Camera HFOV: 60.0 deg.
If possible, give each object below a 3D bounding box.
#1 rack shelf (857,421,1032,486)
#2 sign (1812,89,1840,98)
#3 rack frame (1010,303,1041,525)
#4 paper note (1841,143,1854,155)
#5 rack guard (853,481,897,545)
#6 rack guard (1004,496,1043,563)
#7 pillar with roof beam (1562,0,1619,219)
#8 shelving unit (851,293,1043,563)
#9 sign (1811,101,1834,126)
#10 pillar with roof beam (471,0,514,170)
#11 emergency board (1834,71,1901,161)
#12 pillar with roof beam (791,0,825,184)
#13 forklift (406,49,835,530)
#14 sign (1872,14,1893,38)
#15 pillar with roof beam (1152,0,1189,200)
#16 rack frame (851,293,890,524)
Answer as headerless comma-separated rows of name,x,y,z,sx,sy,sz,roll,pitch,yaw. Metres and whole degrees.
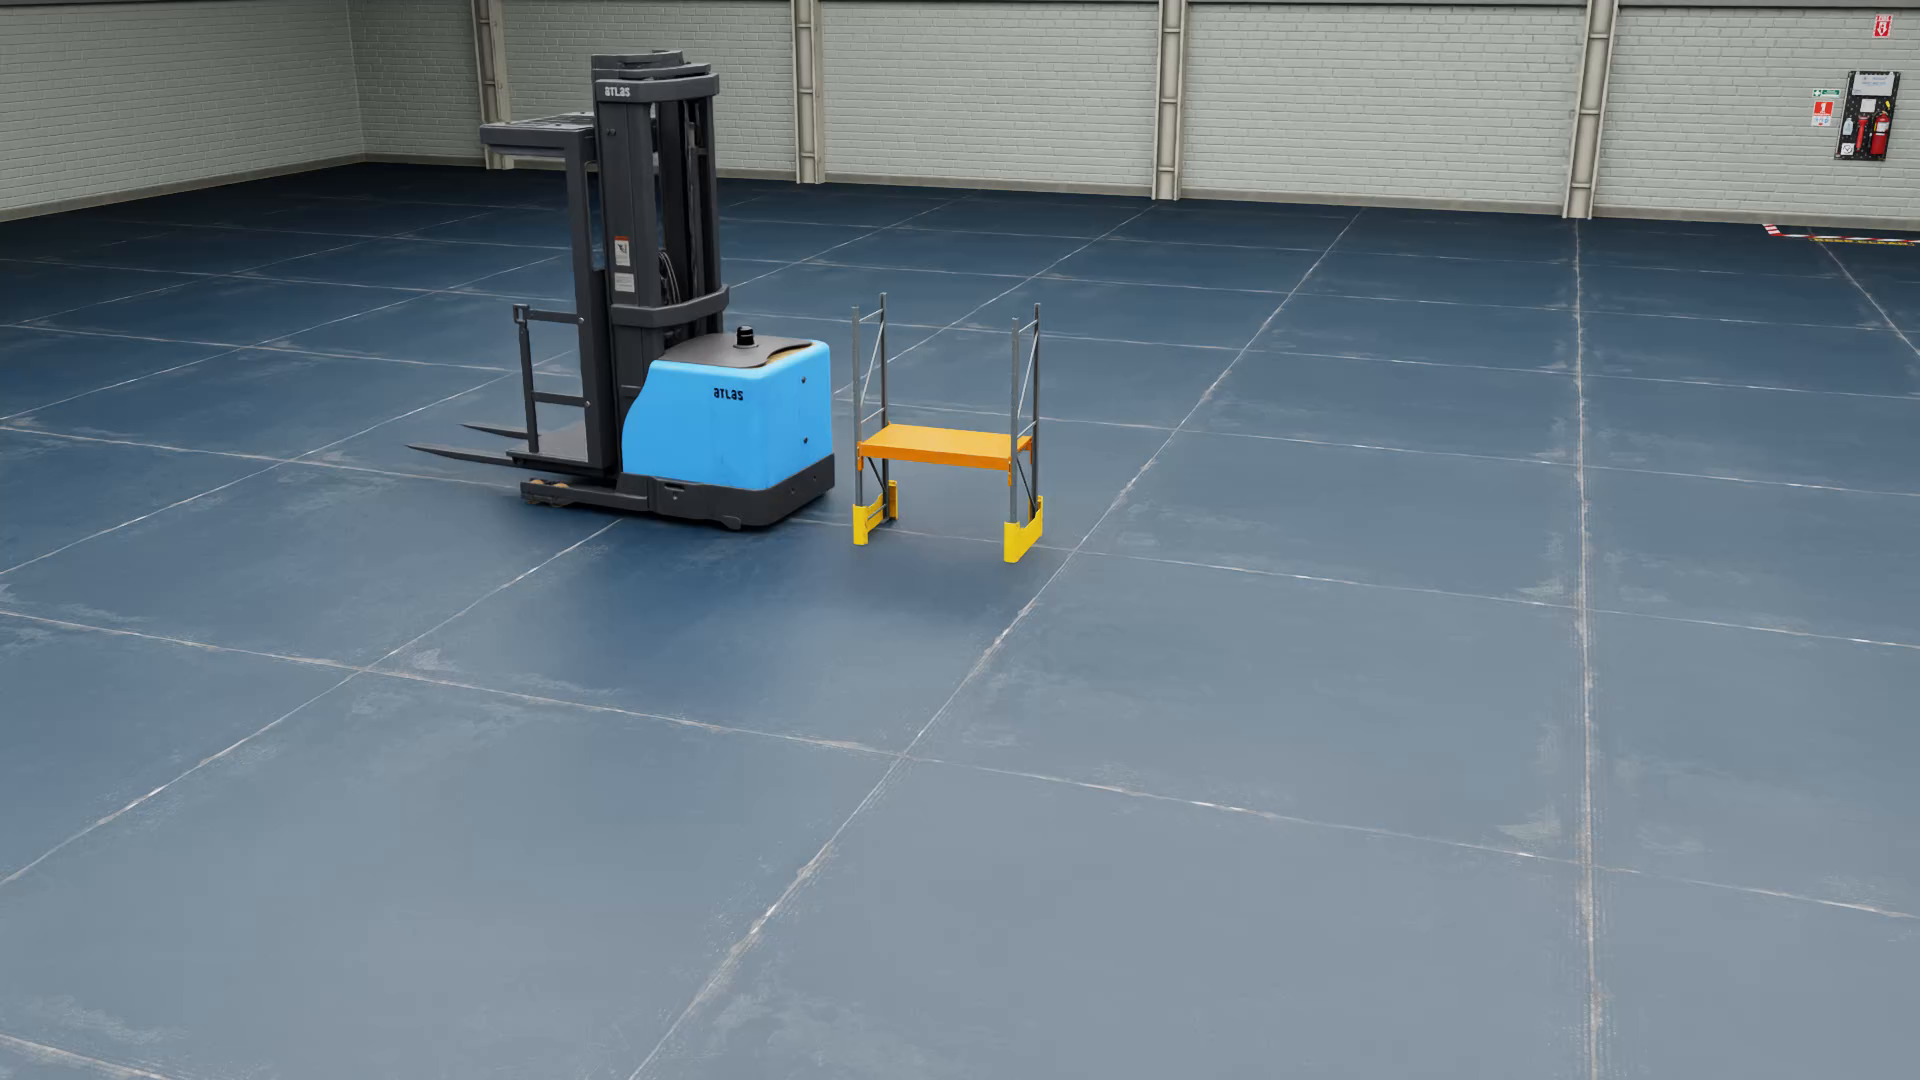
rack shelf,-0.081,-0.548,10.415,1.000,0.185,0.538,7,20,18
sign,11.722,-6.044,22.498,0.331,0.109,0.001,7,20,18
rack frame,0.400,-0.663,10.198,0.032,1.500,0.500,7,20,18
paper note,12.064,-5.313,22.598,0.142,0.148,0.016,7,20,18
rack guard,-0.542,-0.180,10.713,0.087,0.250,0.587,7,20,18
rack guard,0.398,-0.072,10.404,0.087,0.250,0.587,7,20,18
pillar with roof beam,7.450,-7.552,18.569,0.400,9.000,9.100,7,20,18
shelving unit,-0.072,-0.716,10.353,1.083,1.500,0.587,7,20,18
sign,11.720,-5.797,22.594,0.234,0.329,0.001,7,20,18
pillar with roof beam,-9.553,-9.496,24.147,0.400,9.000,9.100,7,20,18
emergency board,12.209,-5.688,22.337,0.643,1.169,0.194,7,20,18
pillar with roof beam,-3.885,-8.848,22.288,0.400,9.000,9.100,7,20,18
forklift,-2.422,-1.749,11.141,3.031,2.935,1.130,8,21,22
sign,12.234,-6.815,22.047,0.199,0.298,0.001,7,20,18
pillar with roof beam,1.782,-8.200,20.428,0.400,9.000,9.100,7,20,18
rack frame,-0.561,-0.772,10.513,0.032,1.500,0.500,7,20,18
